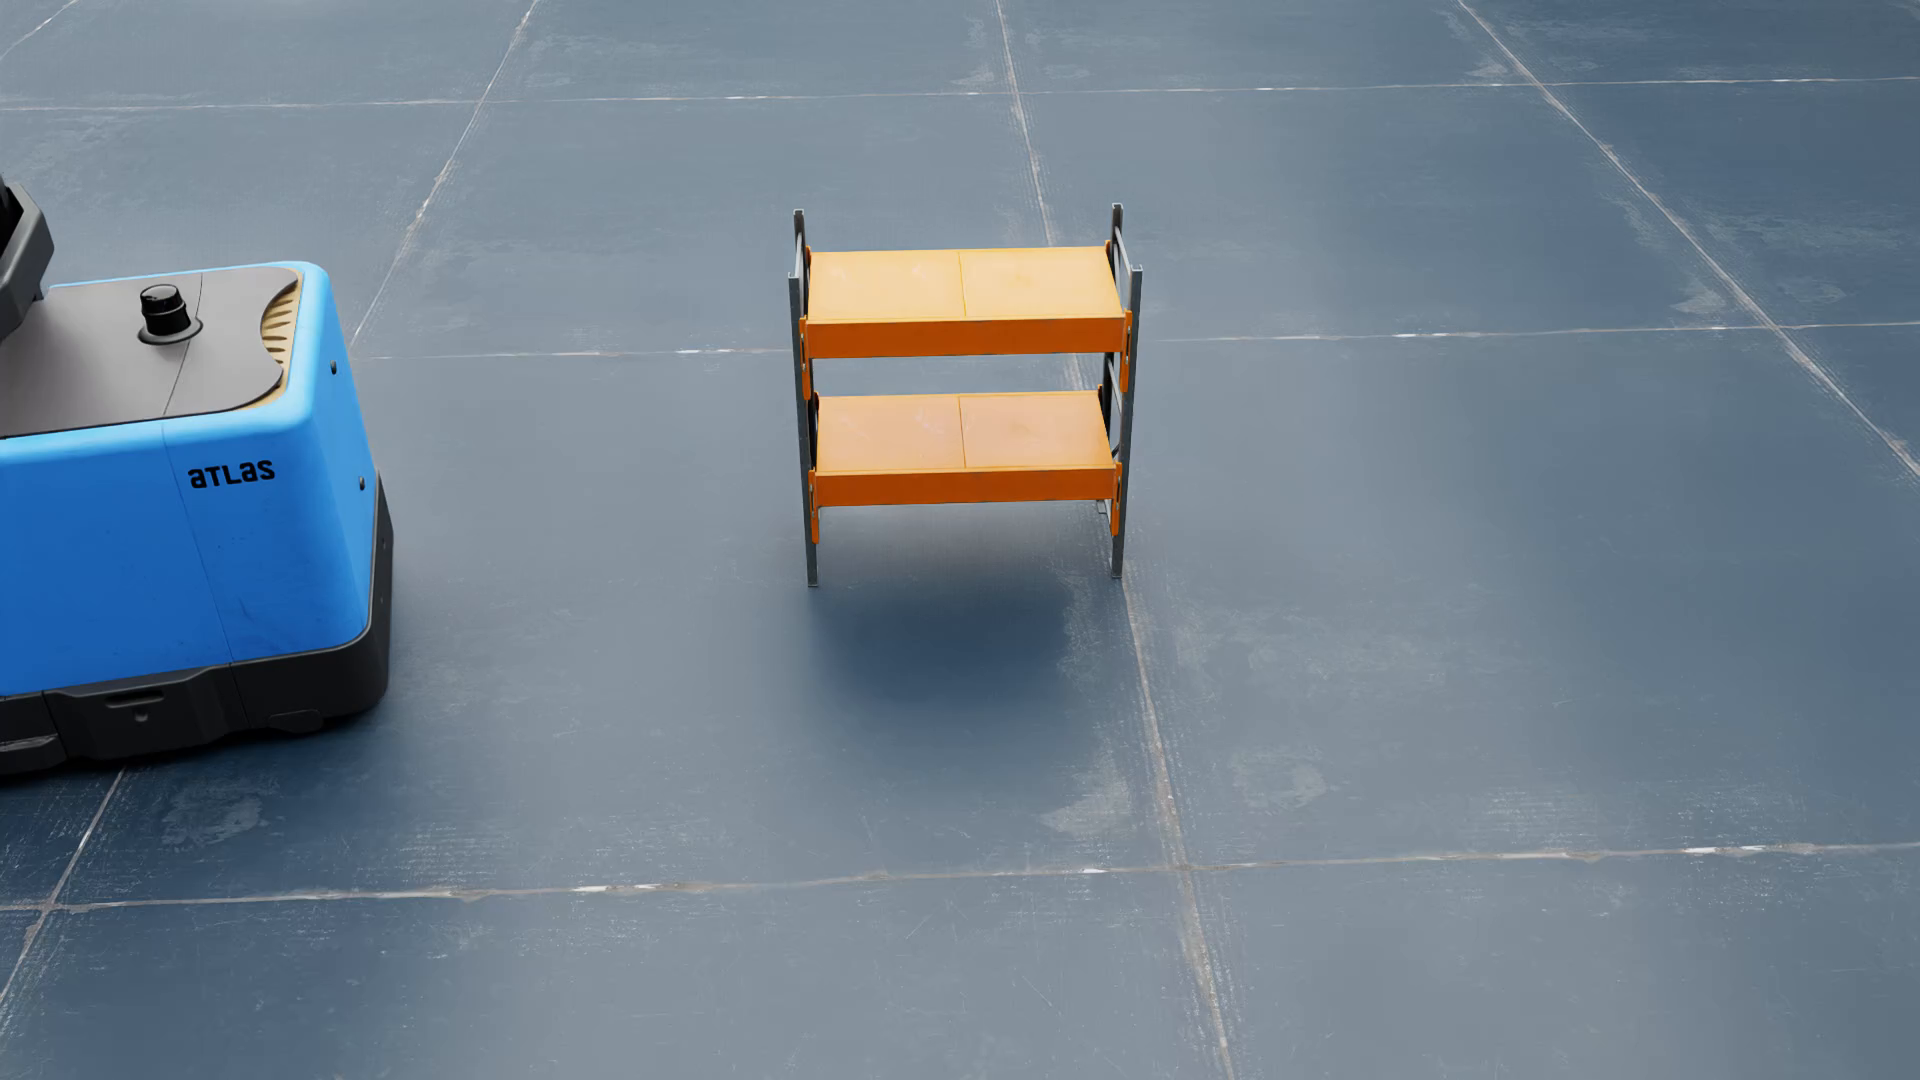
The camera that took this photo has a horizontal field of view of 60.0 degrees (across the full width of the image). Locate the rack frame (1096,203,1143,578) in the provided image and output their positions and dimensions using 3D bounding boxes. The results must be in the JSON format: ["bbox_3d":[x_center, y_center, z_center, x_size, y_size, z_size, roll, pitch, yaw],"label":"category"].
[{"bbox_3d":[0.515,-0.476,5.450,0.032,1.125,0.500,-2,35,-2],"label":"rack frame"}]

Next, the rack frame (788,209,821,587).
[{"bbox_3d":[-0.501,-0.449,5.410,0.032,1.125,0.500,-2,35,-2],"label":"rack frame"}]

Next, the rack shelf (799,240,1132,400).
[{"bbox_3d":[0.007,-0.703,5.264,1.000,0.278,0.538,-2,35,-2],"label":"rack shelf"}]

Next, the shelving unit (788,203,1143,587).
[{"bbox_3d":[0.007,-0.463,5.430,1.048,1.125,0.538,-2,35,-2],"label":"shelving unit"}]

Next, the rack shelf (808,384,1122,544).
[{"bbox_3d":[0.007,-0.262,5.569,1.000,0.278,0.538,-2,35,-2],"label":"rack shelf"}]

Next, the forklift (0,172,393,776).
[{"bbox_3d":[-3.290,-0.723,4.219,3.031,2.935,1.130,-8,36,-12],"label":"forklift"}]
